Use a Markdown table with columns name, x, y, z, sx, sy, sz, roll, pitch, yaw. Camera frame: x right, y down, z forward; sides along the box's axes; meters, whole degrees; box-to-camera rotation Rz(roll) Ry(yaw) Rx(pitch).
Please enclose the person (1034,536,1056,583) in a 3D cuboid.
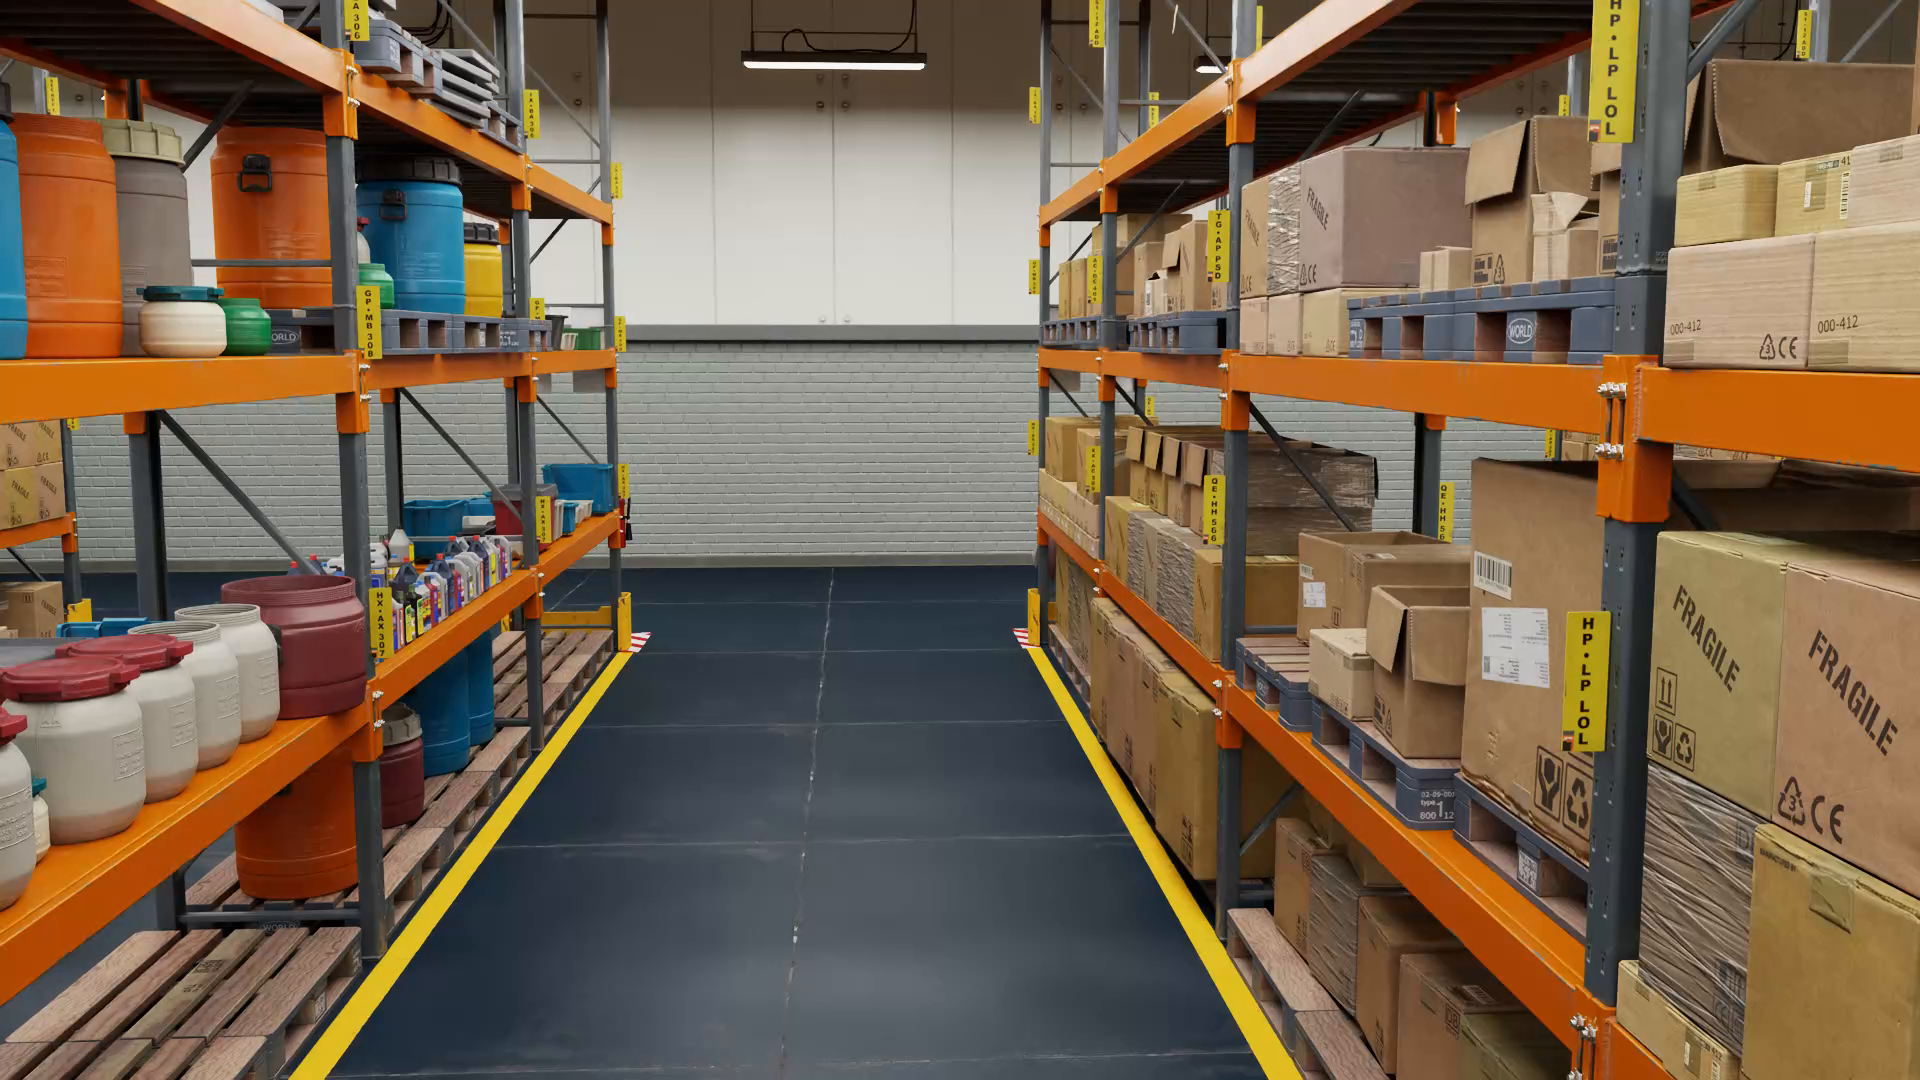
| name | x | y | z | sx | sy | sz | roll | pitch | yaw |
| --- | --- | --- | --- | --- | --- | --- | --- | --- | --- |
| person | 1.153 | 0.256 | 16.997 | 0.803 | 1.226 | 0.631 | 0 | 7 | -4 |
